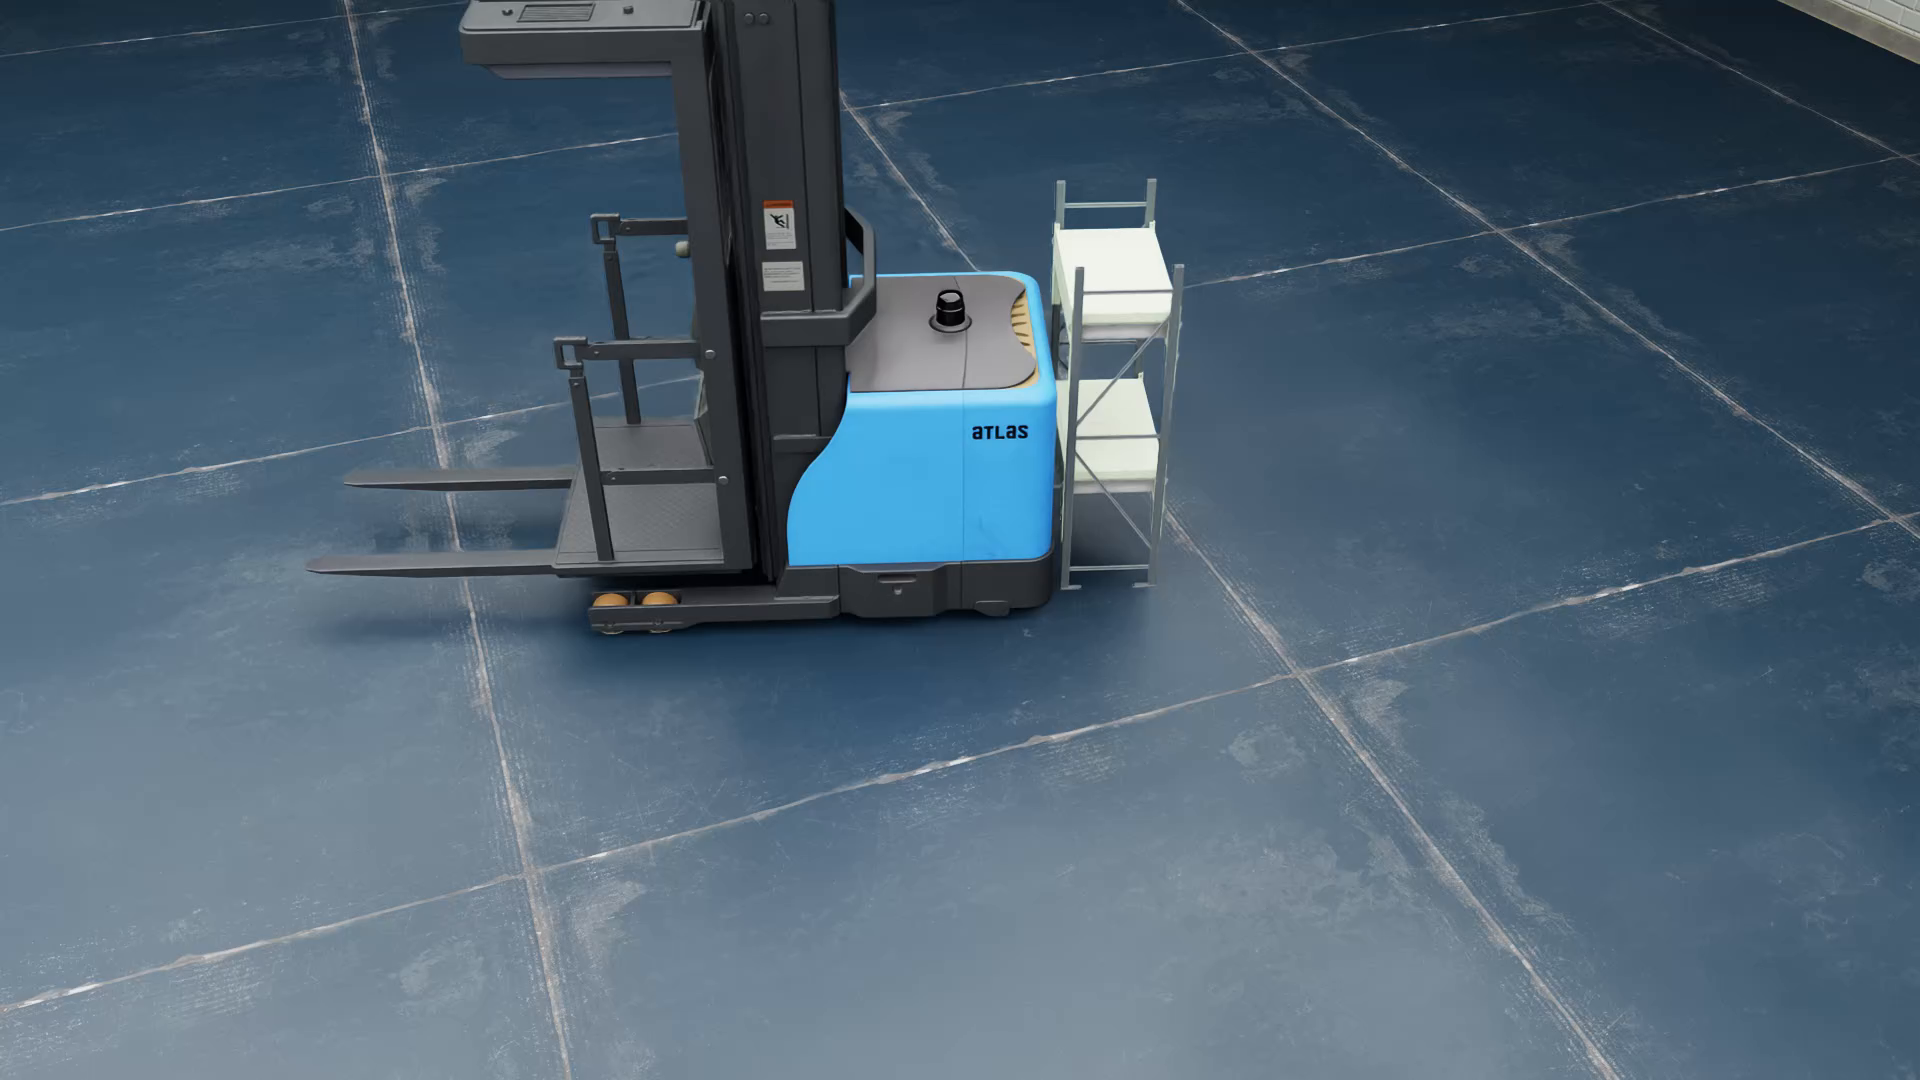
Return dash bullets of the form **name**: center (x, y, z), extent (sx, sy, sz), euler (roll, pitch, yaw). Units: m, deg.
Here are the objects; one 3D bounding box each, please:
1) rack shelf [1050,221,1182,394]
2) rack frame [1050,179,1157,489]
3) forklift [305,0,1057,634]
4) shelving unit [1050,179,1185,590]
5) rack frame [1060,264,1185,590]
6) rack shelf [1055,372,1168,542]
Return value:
- **rack shelf**: center (0.605, -0.933, 6.593), extent (0.431, 0.370, 0.720), euler (-2, 37, -2)
- **rack frame**: center (0.588, -0.841, 7.120), extent (0.400, 1.500, 0.023), euler (-2, 37, -2)
- **forklift**: center (-1.152, -1.115, 6.294), extent (3.031, 2.935, 1.130), euler (-2, 37, -2)
- **shelving unit**: center (0.605, -0.621, 6.827), extent (0.431, 1.500, 0.755), euler (-2, 37, -2)
- **rack frame**: center (0.621, -0.401, 6.535), extent (0.400, 1.500, 0.023), euler (-2, 37, -2)
- **rack shelf**: center (0.605, -0.360, 7.024), extent (0.431, 0.370, 0.720), euler (-2, 37, -2)
